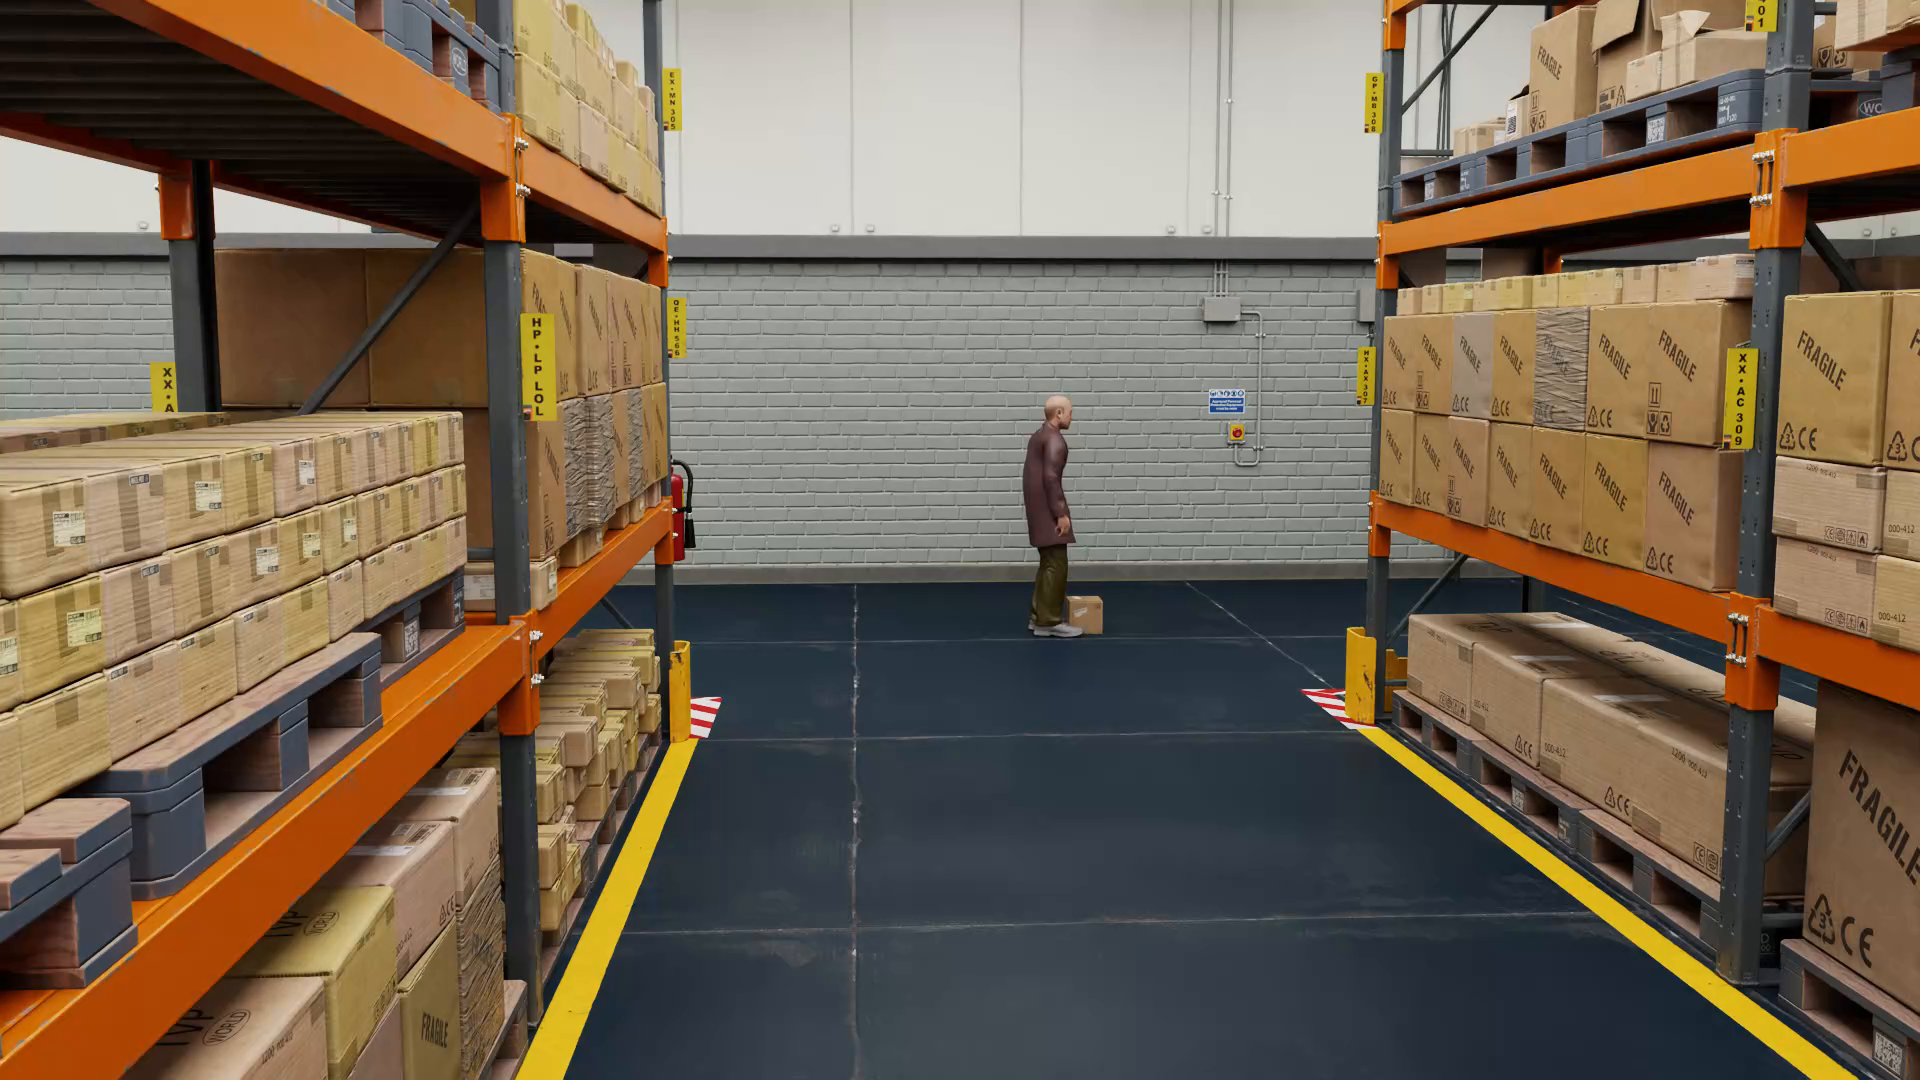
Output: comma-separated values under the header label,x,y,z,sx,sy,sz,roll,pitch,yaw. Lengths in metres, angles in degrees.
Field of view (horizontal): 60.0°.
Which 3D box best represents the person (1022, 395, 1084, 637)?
label,x,y,z,sx,sy,sz,roll,pitch,yaw
person,0.684,-0.190,12.422,0.428,1.773,0.651,-1,7,-7
